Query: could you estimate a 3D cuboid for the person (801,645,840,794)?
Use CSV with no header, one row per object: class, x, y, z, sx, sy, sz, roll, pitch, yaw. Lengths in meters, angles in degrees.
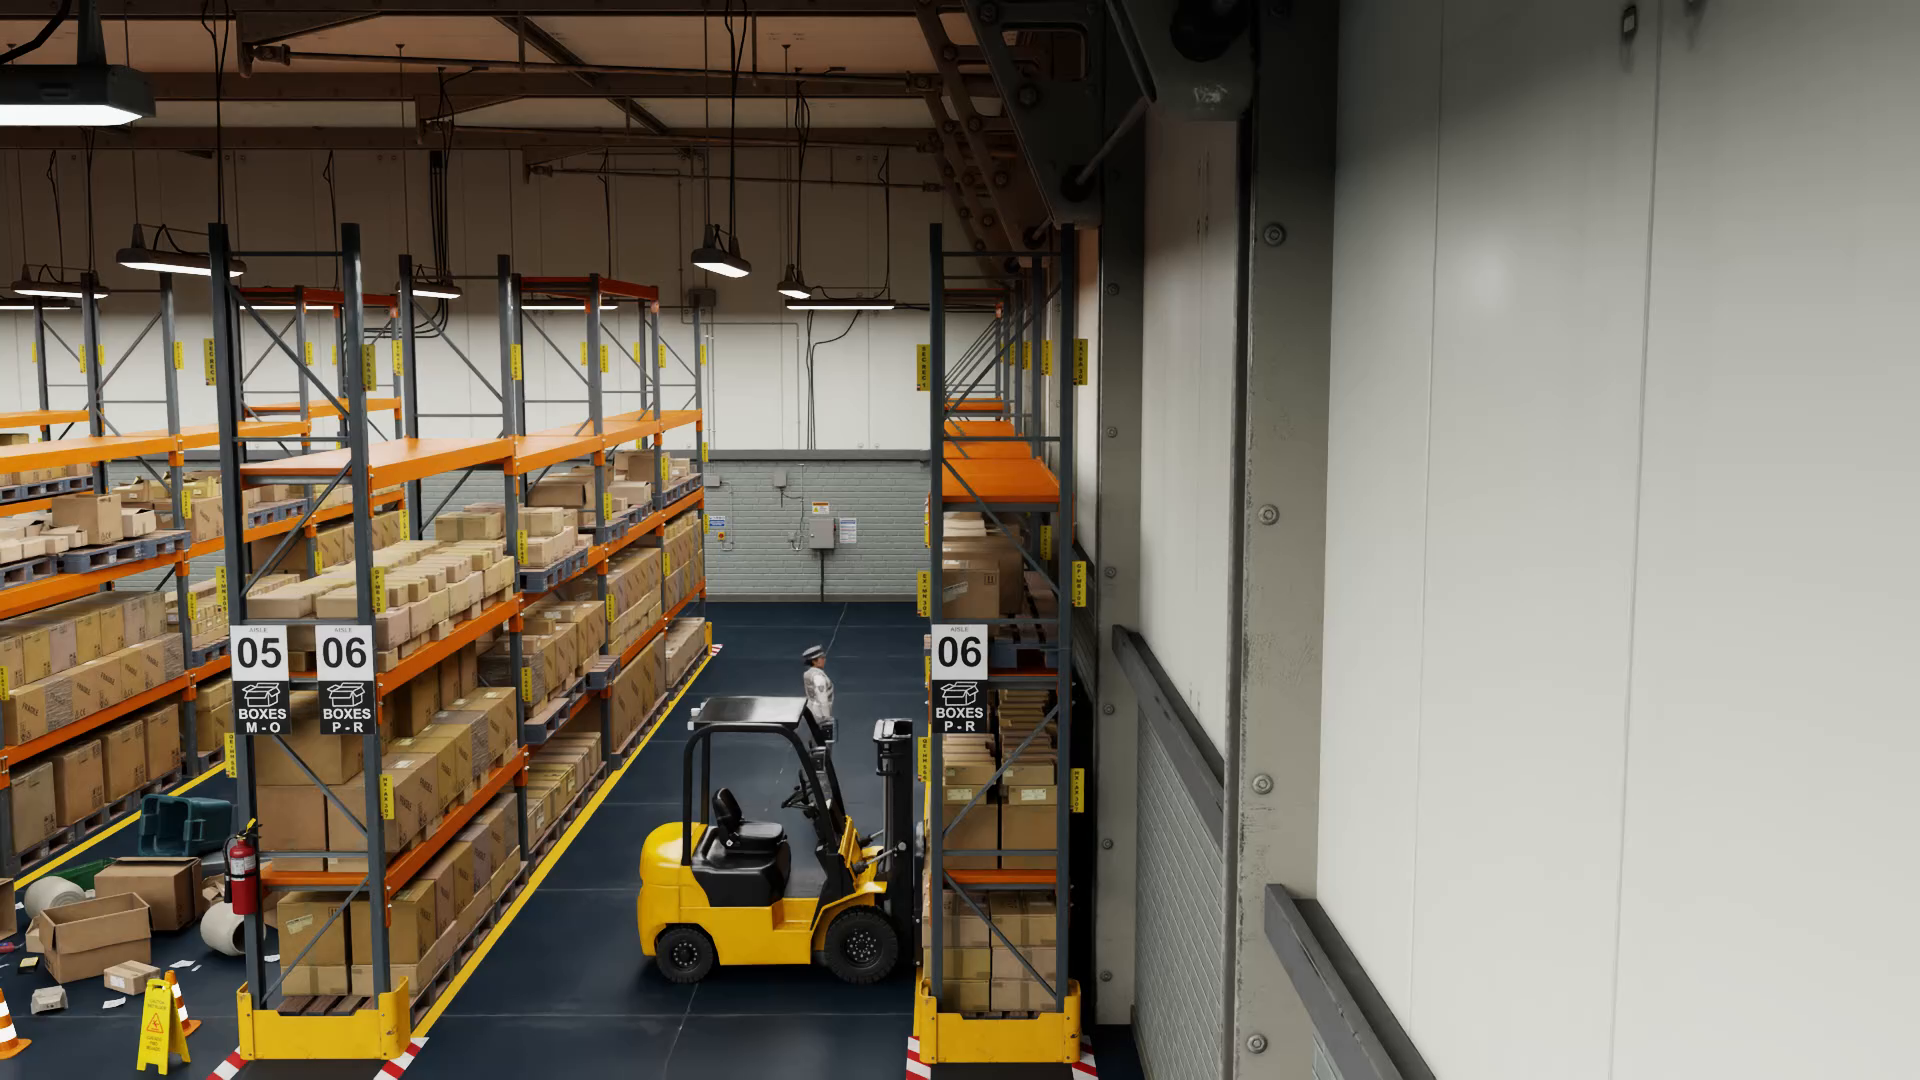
person,-1.578,2.022,18.789,0.393,1.689,0.542,-4,8,-28
